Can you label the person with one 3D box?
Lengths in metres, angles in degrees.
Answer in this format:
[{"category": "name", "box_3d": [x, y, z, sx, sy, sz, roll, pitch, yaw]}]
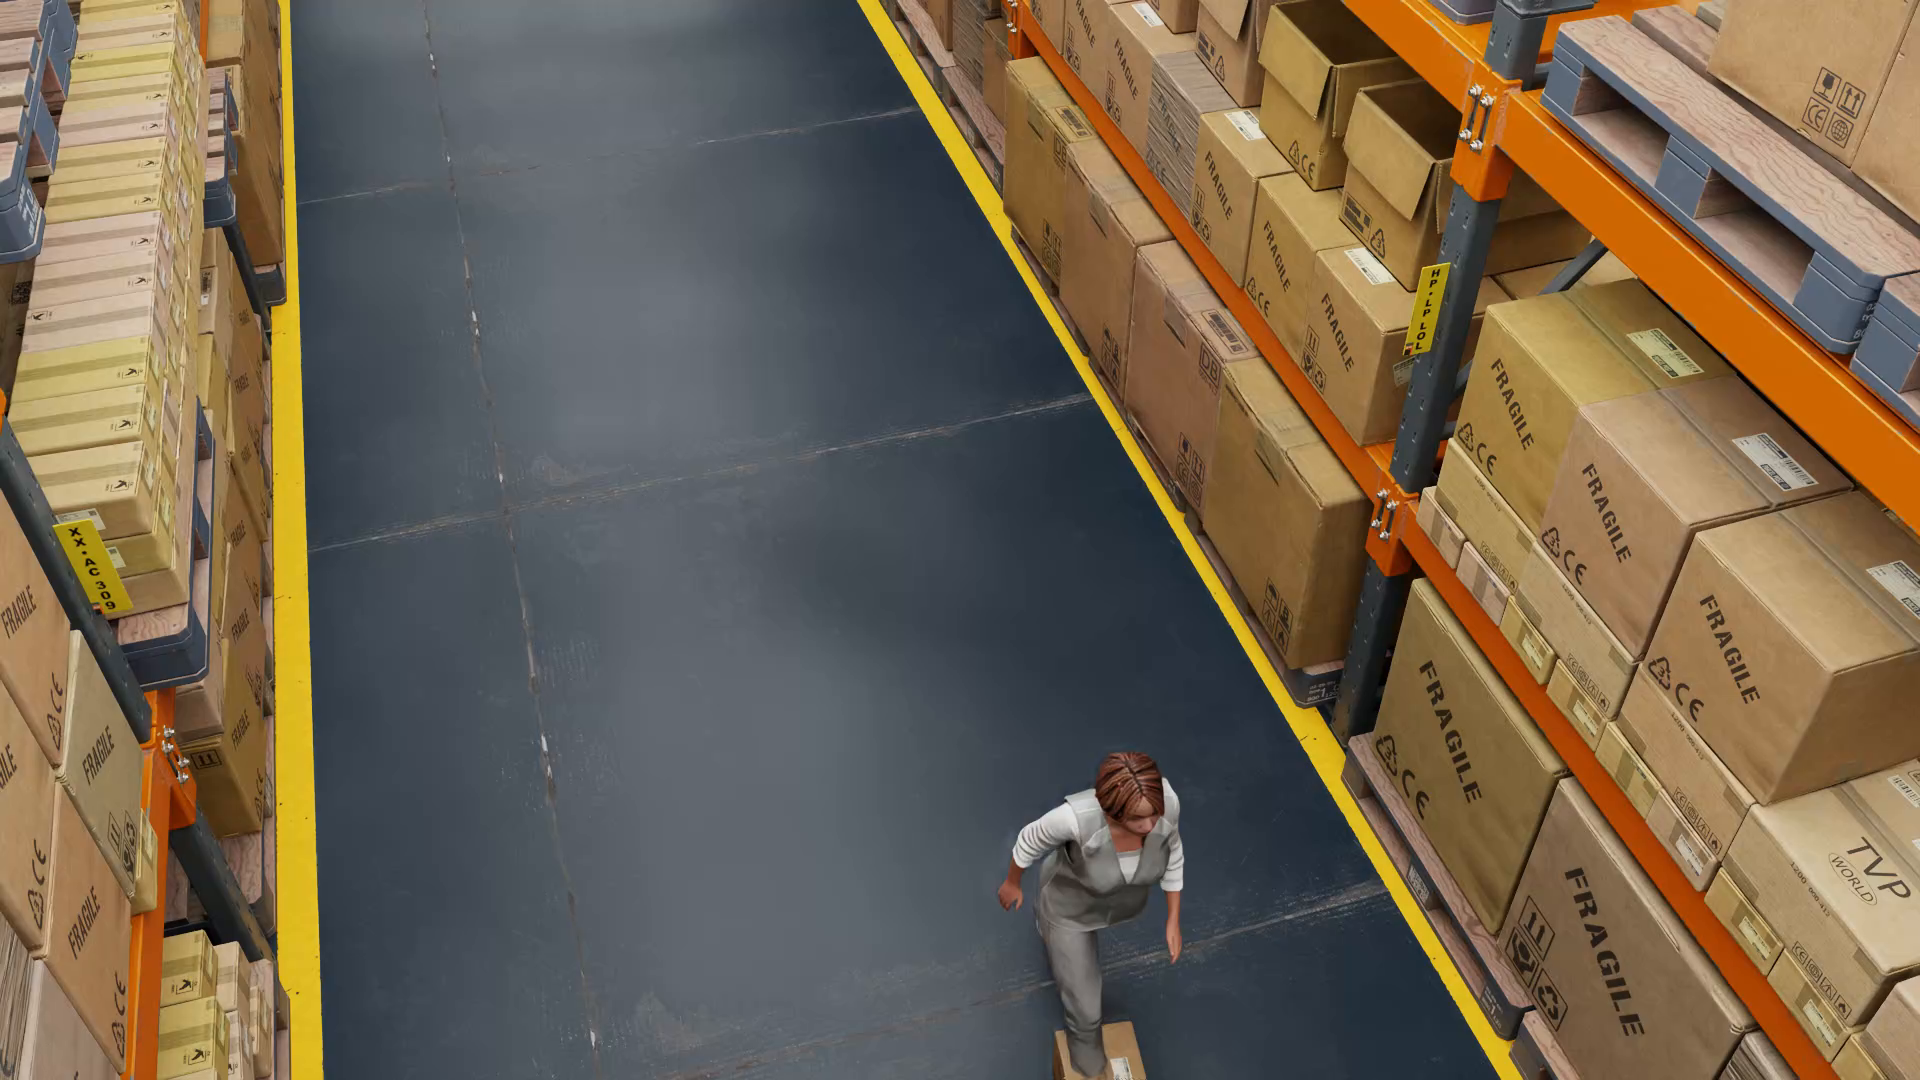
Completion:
[{"category": "person", "box_3d": [0.410, 1.095, 5.012, 0.496, 1.521, 0.962, -17, 45, -17]}]
